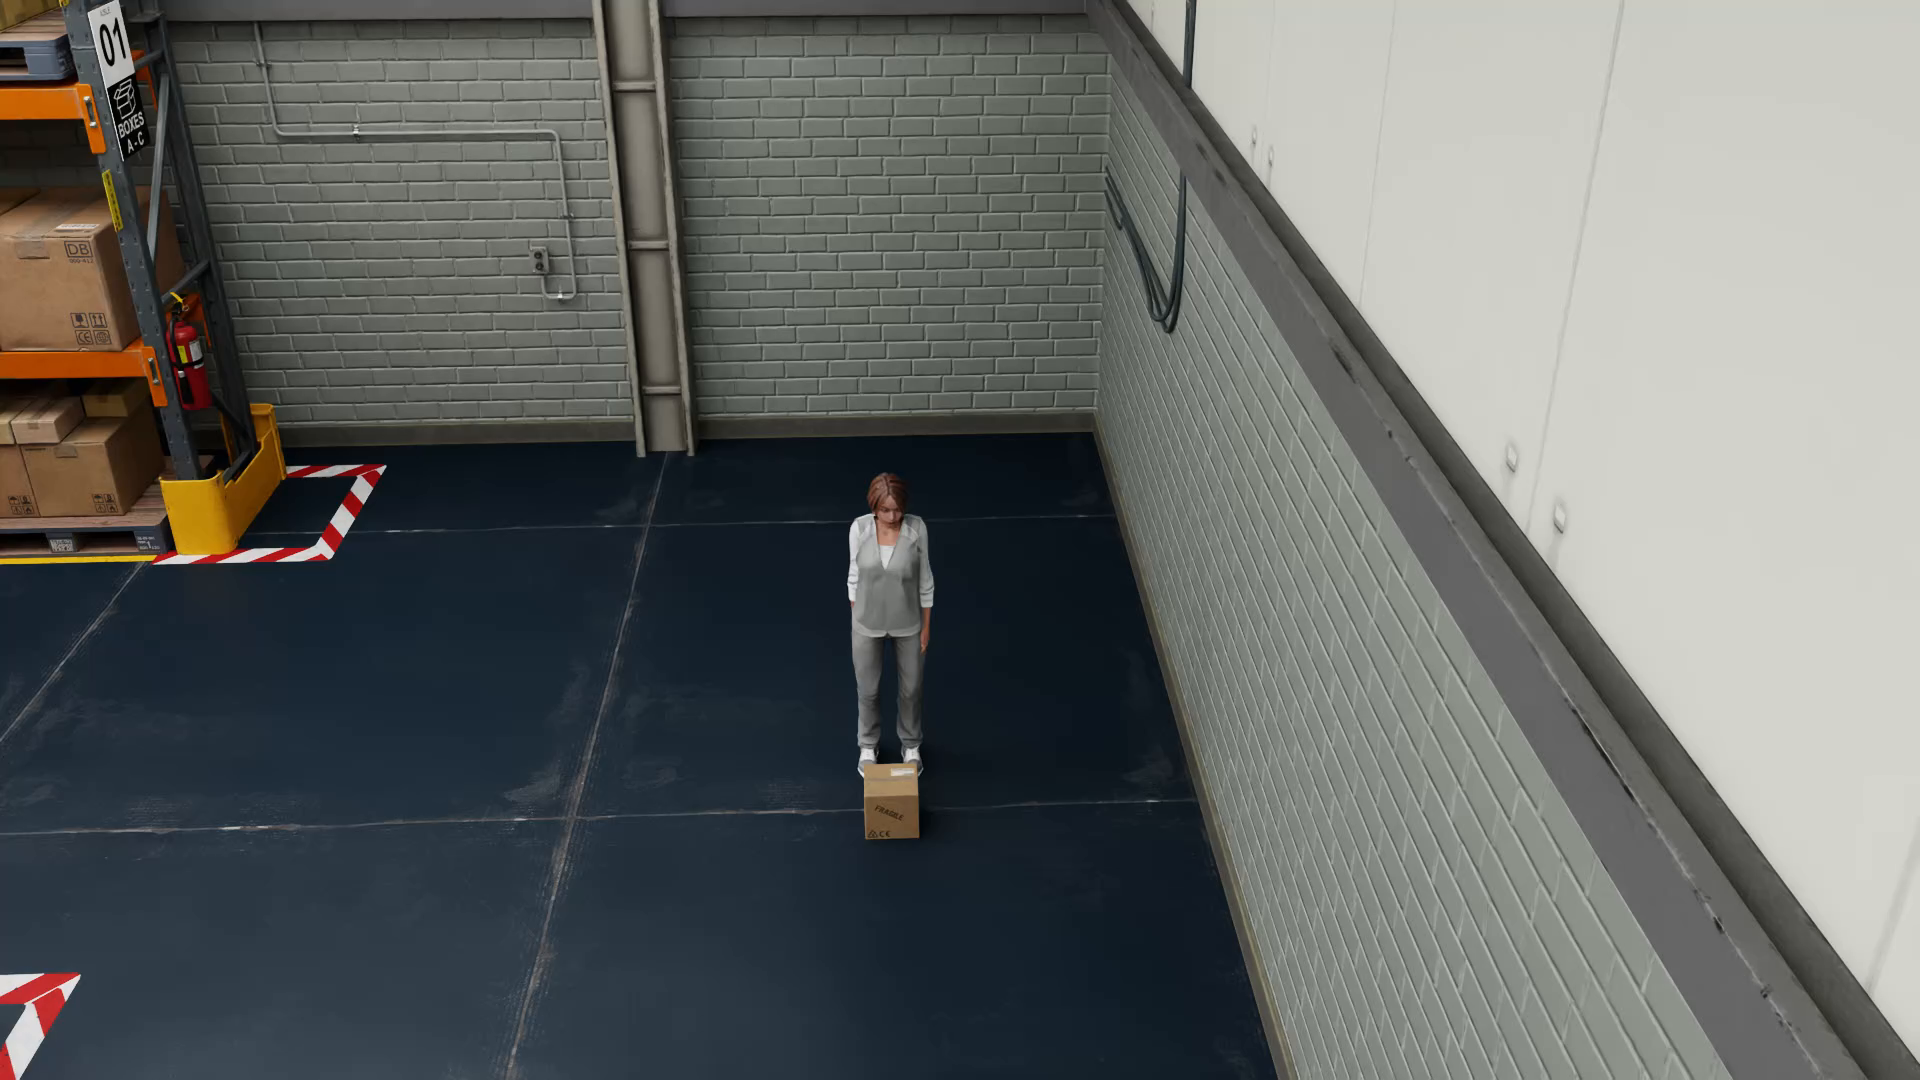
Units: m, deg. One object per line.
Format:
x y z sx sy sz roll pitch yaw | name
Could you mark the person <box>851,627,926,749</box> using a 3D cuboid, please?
-0.339 0.670 8.028 0.354 0.844 0.278 -1 28 -2 | person
